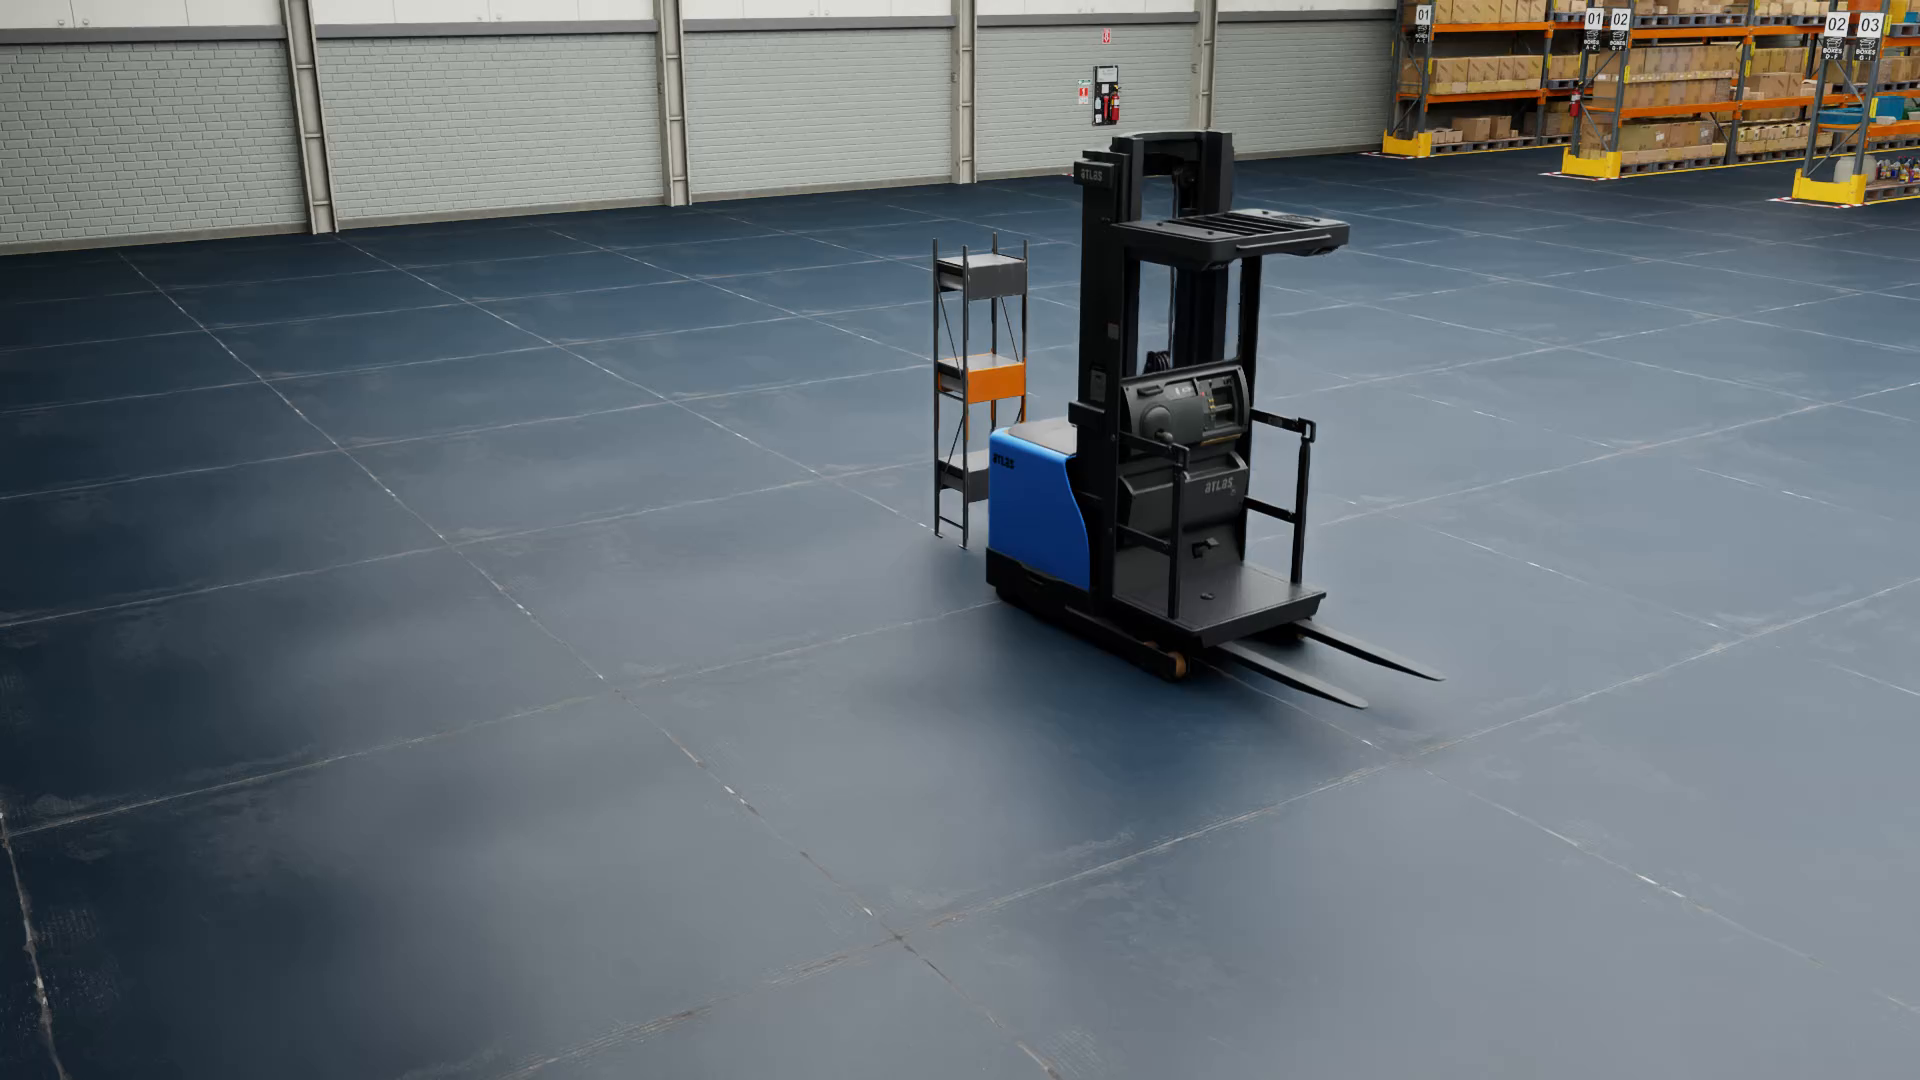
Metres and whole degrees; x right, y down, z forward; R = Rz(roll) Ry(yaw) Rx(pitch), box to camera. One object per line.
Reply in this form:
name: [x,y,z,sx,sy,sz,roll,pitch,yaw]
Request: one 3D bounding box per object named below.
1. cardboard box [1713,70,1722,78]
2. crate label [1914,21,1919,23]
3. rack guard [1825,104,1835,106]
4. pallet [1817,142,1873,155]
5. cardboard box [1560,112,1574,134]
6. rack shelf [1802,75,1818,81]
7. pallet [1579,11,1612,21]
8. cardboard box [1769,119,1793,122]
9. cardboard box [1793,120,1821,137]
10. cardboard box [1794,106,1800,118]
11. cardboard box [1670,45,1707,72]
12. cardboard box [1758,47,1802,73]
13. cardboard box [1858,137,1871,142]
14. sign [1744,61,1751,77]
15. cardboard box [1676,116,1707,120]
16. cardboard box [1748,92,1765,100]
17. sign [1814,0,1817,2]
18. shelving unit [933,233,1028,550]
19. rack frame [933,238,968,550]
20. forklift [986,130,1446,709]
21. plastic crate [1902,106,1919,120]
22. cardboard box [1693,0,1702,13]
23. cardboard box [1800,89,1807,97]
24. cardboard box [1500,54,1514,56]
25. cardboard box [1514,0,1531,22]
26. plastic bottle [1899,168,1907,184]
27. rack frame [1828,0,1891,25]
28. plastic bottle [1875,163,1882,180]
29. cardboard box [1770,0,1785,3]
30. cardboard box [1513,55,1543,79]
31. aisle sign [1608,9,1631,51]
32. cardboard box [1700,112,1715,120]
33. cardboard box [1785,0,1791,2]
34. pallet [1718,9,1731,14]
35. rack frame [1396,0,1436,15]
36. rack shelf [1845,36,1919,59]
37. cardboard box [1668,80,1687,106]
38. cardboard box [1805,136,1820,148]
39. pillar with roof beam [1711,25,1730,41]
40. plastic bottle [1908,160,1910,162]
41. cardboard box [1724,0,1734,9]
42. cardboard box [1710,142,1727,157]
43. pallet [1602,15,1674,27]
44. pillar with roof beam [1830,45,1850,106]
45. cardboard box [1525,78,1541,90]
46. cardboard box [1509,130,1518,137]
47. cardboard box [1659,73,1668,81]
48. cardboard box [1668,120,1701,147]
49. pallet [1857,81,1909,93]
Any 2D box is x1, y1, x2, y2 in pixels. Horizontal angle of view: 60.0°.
cardboard box: [15.522,-9.650,34.435,0.250,0.149,0.380,-13,22,-33]
crate label: [17.181,-9.052,29.384,0.408,0.251,0.502,-12,22,-31]
rack guard: [23.370,-11.748,45.714,0.348,0.500,1.175,-12,22,-31]
pallet: [20.041,-8.995,38.022,1.213,0.211,1.003,-12,22,-31]
cardboard box: [14.338,-10.077,40.085,0.500,0.500,0.700,-12,22,-32]
rack shelf: [21.680,-12.235,44.375,4.000,0.370,1.077,-12,22,-31]
pallet: [14.767,-12.410,39.379,1.003,0.211,1.213,-12,22,-31]
cardboard box: [18.364,-9.248,37.179,0.500,0.311,0.500,-13,22,-33]
cardboard box: [18.664,-9.105,36.756,0.500,0.311,0.500,-12,22,-32]
cardboard box: [22.403,-11.705,44.930,0.500,0.500,0.700,-12,22,-32]
cardboard box: [14.849,-9.895,34.147,0.500,0.500,0.700,-12,22,-31]
cardboard box: [21.687,-12.715,44.202,0.700,0.700,0.980,-13,23,-34]
cardboard box: [20.368,-9.316,37.834,0.500,0.500,0.500,-13,23,-33]
sign: [16.362,-9.789,34.542,0.005,0.325,0.100,-12,22,-31]
cardboard box: [15.496,-8.744,35.391,0.500,0.500,0.500,-12,22,-31]
cardboard box: [16.908,-9.472,35.472,0.250,0.149,0.380,-12,22,-31]
sign: [19.100,-12.006,37.083,0.005,0.325,0.100,-12,22,-31]
shelving unit: [0.138,-1.024,11.495,0.503,2.100,0.431,-12,22,-31]
rack frame: [-0.066,-0.981,11.368,0.015,2.100,0.400,-12,22,-31]
forklift: [1.438,-0.771,9.449,1.130,2.935,3.031,-13,23,-34]
plastic crate: [17.488,-7.900,30.761,0.662,0.188,0.450,-12,22,-31]
cardboard box: [14.611,-10.969,33.787,0.637,0.503,0.797,-9,21,-25]
cardboard box: [18.362,-9.836,36.547,0.250,0.149,0.380,-10,21,-27]
cardboard box: [12.821,-11.081,38.871,0.500,0.500,0.500,-13,22,-33]
cardboard box: [12.613,-12.051,37.838,0.500,0.500,0.500,-14,23,-36]
plastic bottle: [17.122,-6.612,30.192,0.097,0.271,0.097,0,19,0]
rack frame: [15.436,-10.302,28.166,0.127,3.000,1.000,-12,22,-31]
plastic bottle: [17.014,-6.831,30.821,0.133,0.283,0.061,-12,22,-31]
cardboard box: [17.056,-11.599,35.094,0.500,0.500,0.500,-10,21,-26]
cardboard box: [13.104,-10.942,38.459,0.500,0.500,0.500,-12,22,-32]
aisle sign: [12.829,-9.923,32.355,0.004,0.787,0.394,-12,22,-31]
cardboard box: [18.798,-11.097,42.588,0.750,0.750,0.750,-11,22,-30]
cardboard box: [21.165,-13.957,43.084,0.500,0.250,0.500,-12,22,-33]
pallet: [19.271,-13.379,42.251,1.217,0.209,0.805,-13,23,-34]
rack frame: [9.988,-12.952,36.005,0.127,3.000,1.000,-12,22,-31]
rack shelf: [17.107,-8.892,29.804,4.000,0.370,1.077,-12,22,-31]
cardboard box: [14.403,-9.185,34.074,0.500,0.500,0.700,-11,22,-30]
cardboard box: [18.663,-8.841,36.851,0.500,0.250,0.500,-12,22,-32]
pillar with roof beam: [22.486,-14.269,39.900,0.400,9.000,9.100,-12,22,-31]
plastic bottle: [18.015,-7.079,31.568,0.135,0.276,0.152,-11,22,-29]
cardboard box: [19.214,-13.775,42.279,0.500,0.500,0.700,-13,23,-34]
cardboard box: [15.789,-8.246,35.091,0.500,0.250,0.500,-12,22,-31]
pallet: [13.320,-10.282,32.930,1.213,0.211,1.003,-12,22,-31]
pillar with roof beam: [27.497,-15.325,43.026,0.400,9.000,9.100,-12,22,-31]
cardboard box: [13.099,-10.588,38.584,0.500,0.250,0.500,-12,22,-31]
cardboard box: [12.898,-9.578,39.130,0.250,0.166,0.380,-16,24,-38]
cardboard box: [14.023,-9.334,33.501,0.250,0.149,0.380,-13,23,-33]
cardboard box: [14.949,-8.427,34.456,0.500,0.500,0.500,-12,22,-31]
pallet: [21.018,-10.447,38.264,1.213,0.211,1.003,-12,22,-31]
